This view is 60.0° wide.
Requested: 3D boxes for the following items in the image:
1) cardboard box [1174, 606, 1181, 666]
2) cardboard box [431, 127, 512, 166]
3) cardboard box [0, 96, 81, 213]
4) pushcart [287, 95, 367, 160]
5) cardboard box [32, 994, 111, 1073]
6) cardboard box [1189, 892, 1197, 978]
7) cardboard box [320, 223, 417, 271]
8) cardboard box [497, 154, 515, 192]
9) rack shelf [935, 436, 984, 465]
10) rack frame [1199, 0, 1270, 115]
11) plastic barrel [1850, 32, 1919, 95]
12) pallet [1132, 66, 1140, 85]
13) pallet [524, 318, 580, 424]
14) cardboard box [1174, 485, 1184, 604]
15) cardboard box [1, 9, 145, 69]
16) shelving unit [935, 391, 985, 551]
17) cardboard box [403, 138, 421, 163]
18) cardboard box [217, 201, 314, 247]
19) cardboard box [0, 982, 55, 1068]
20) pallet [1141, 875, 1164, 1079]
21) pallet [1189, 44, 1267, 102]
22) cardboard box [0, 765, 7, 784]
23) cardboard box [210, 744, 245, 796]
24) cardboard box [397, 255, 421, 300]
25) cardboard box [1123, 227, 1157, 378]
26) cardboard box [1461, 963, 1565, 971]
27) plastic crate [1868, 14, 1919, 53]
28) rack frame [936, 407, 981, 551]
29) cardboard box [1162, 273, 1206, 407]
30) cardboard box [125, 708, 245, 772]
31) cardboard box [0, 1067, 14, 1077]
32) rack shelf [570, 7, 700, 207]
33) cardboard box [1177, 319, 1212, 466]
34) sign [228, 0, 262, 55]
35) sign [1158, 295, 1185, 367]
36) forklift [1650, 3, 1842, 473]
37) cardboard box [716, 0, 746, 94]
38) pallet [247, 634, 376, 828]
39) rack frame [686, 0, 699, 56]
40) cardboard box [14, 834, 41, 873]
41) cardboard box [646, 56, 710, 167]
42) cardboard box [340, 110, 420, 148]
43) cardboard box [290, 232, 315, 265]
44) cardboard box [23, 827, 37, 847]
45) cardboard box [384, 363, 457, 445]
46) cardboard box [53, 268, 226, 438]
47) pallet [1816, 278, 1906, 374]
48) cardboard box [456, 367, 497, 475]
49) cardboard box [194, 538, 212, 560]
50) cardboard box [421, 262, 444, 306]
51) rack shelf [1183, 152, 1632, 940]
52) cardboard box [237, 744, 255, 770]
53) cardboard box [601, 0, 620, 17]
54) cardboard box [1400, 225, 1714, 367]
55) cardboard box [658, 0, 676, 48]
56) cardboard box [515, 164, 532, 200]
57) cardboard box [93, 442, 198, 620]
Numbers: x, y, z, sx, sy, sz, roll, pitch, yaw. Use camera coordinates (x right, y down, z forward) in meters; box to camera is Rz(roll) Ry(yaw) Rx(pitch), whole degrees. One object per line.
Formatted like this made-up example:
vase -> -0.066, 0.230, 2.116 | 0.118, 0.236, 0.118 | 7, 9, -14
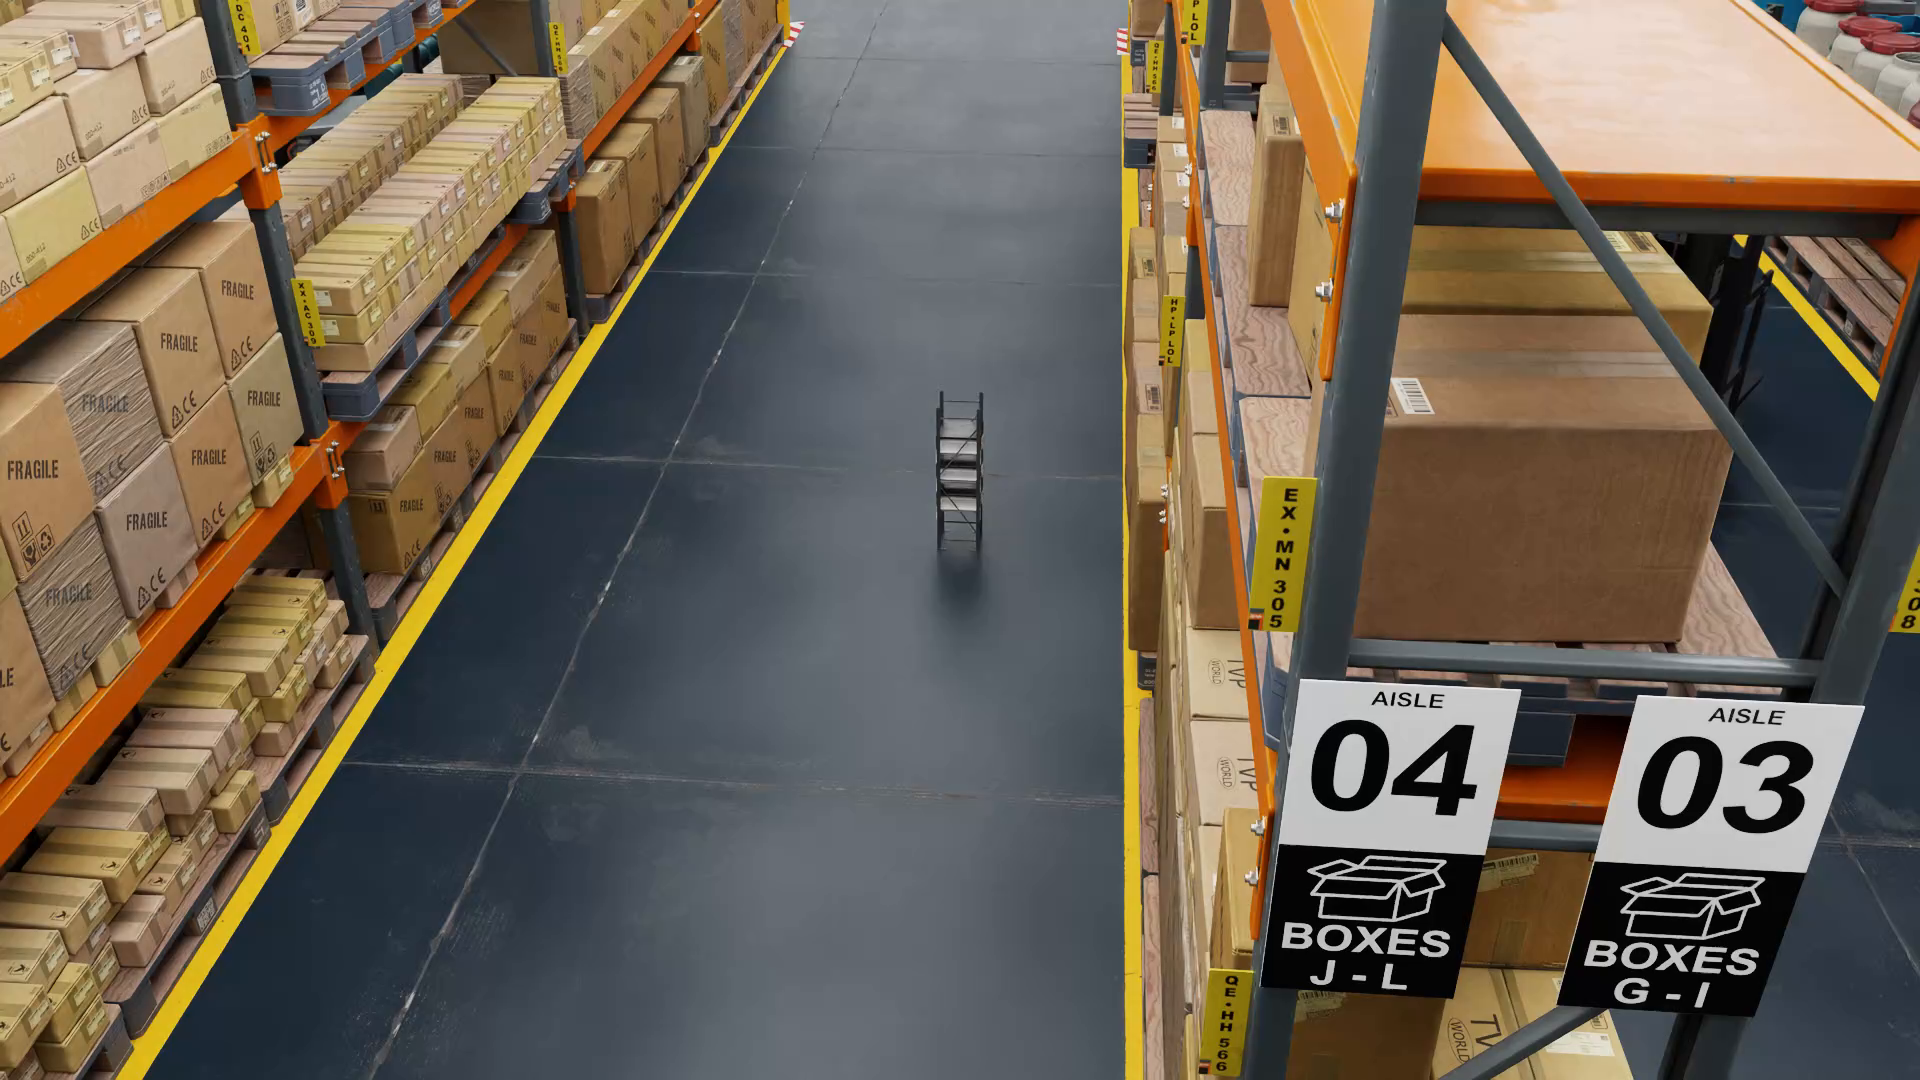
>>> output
cardboard box -> 1.009, 0.382, 6.290 | 0.380, 0.149, 0.250 | 2, 32, 3
cardboard box -> -2.833, -2.283, 9.648 | 0.380, 0.149, 0.250 | 2, 32, 4
cardboard box -> -3.364, -1.306, 5.597 | 0.500, 0.250, 0.500 | 4, 32, 6
pushcart -> -5.502, -3.830, 15.386 | 1.648, 0.377, 0.936 | -8, 33, -13
cardboard box -> -3.369, 1.791, 6.083 | 0.380, 0.149, 0.250 | 3, 32, 5
cardboard box -> 0.885, 1.189, 4.982 | 0.380, 0.149, 0.250 | 3, 32, 5
cardboard box -> -2.957, -1.468, 8.325 | 0.380, 0.149, 0.250 | 3, 32, 4
cardboard box -> -2.831, -2.150, 9.716 | 0.380, 0.149, 0.250 | 2, 32, 4
rack shelf -> -0.001, -0.504, 9.210 | 0.258, 0.077, 0.200 | 2, 32, 4
rack frame -> 1.447, -2.965, 5.765 | 1.000, 3.000, 0.127 | 2, 32, 4
plastic barrel -> 6.644, -3.340, 11.962 | 0.433, 0.535, 0.433 | 0, 32, 0
pallet -> 2.317, -5.036, 17.501 | 1.003, 0.211, 1.213 | 2, 32, 4
pallet -> -3.227, -1.172, 11.231 | 1.003, 0.211, 1.213 | 2, 32, 4
cardboard box -> 1.102, 0.020, 6.498 | 0.500, 0.250, 0.500 | 2, 32, 4
cardboard box -> -3.230, -1.828, 6.065 | 0.380, 0.149, 0.250 | 2, 32, 4
shelving unit -> -0.001, -0.379, 9.287 | 0.258, 0.900, 0.210 | 2, 32, 4
cardboard box -> -3.460, -2.309, 9.973 | 0.380, 0.149, 0.250 | 3, 32, 4
cardboard box -> -3.585, -1.632, 8.592 | 0.380, 0.149, 0.250 | 2, 32, 4
cardboard box -> -3.382, 1.662, 5.724 | 0.380, 0.149, 0.250 | 2, 32, 4
pallet -> 1.211, 1.810, 6.393 | 1.003, 0.211, 1.213 | 2, 32, 4
pallet -> 1.473, -2.088, 7.383 | 0.805, 0.209, 1.217 | 1, 32, 2
cardboard box -> -3.475, 0.812, 5.594 | 0.380, 0.149, 0.250 | 2, 32, 3
cardboard box -> -3.330, 0.954, 7.156 | 0.380, 0.149, 0.250 | 3, 32, 5
cardboard box -> -2.958, -1.332, 8.388 | 0.380, 0.149, 0.250 | 3, 32, 5
cardboard box -> 1.696, -1.417, 10.596 | 1.225, 0.875, 0.875 | 1, 32, 2
cardboard box -> 1.466, 1.106, 4.736 | 0.500, 0.250, 0.500 | 2, 32, 3
plastic crate -> 7.255, -3.786, 12.830 | 0.392, 0.384, 0.575 | 2, 32, 4
rack frame -> -0.009, -0.326, 9.201 | 0.240, 0.900, 0.006 | 2, 32, 4
cardboard box -> 1.260, -0.969, 8.148 | 0.500, 0.500, 0.500 | 3, 32, 6
cardboard box -> -3.281, 0.846, 7.048 | 0.380, 0.149, 0.250 | 1, 32, 2
cardboard box -> -3.505, 1.788, 5.803 | 0.380, 0.149, 0.250 | 3, 32, 5
rack shelf -> -2.999, -3.507, 13.048 | 1.077, 0.370, 4.000 | 2, 32, 4
cardboard box -> 1.153, -0.554, 6.715 | 0.500, 0.500, 0.500 | 2, 32, 4
sign -> -2.947, -2.154, 6.815 | 0.100, 0.325, 0.005 | 2, 32, 4
sign -> 0.906, -0.889, 7.085 | 0.100, 0.325, 0.005 | 2, 32, 4
forklift -> 4.018, -1.663, 9.434 | 1.130, 2.935, 3.031 | 24, 39, 34
cardboard box -> -2.646, -4.931, 16.298 | 0.875, 0.875, 0.875 | 3, 32, 4
pallet -> -3.507, 0.864, 7.928 | 1.003, 0.211, 1.213 | 2, 32, 4
rack frame -> -2.837, -4.859, 14.556 | 1.000, 3.000, 0.127 | 2, 32, 4
cardboard box -> -3.951, 1.214, 6.735 | 0.380, 0.149, 0.250 | 3, 32, 4
cardboard box -> -2.798, -3.752, 14.503 | 1.050, 0.750, 0.750 | 2, 32, 4
cardboard box -> -3.459, -2.452, 9.923 | 0.380, 0.149, 0.250 | 1, 32, 2
cardboard box -> -3.591, -1.502, 8.664 | 0.380, 0.149, 0.250 | 1, 32, 2
cardboard box -> -3.875, 1.093, 6.648 | 0.380, 0.149, 0.250 | 3, 32, 4
cardboard box -> -3.124, -0.764, 9.178 | 0.500, 0.250, 0.500 | 3, 32, 5
cardboard box -> -3.293, -0.743, 6.545 | 0.500, 0.500, 0.500 | 1, 32, 2
pallet -> 6.811, -1.508, 11.776 | 1.003, 0.211, 1.213 | 2, 32, 4
cardboard box -> -3.093, -0.717, 9.817 | 0.500, 0.500, 0.500 | 3, 32, 5
cardboard box -> -3.361, -0.001, 6.913 | 0.380, 0.149, 0.250 | 2, 32, 3
cardboard box -> -2.935, -1.341, 8.687 | 0.380, 0.149, 0.250 | 3, 32, 4
rack shelf -> 1.284, -0.336, 5.044 | 1.077, 0.370, 4.000 | 2, 32, 4
cardboard box -> -3.385, 0.984, 7.391 | 0.380, 0.149, 0.250 | 2, 32, 3
cardboard box -> -2.995, -4.270, 12.552 | 0.700, 0.500, 0.500 | 2, 32, 3
cardboard box -> 1.276, -0.424, 3.909 | 0.700, 0.500, 0.500 | 1, 32, 2
cardboard box -> -2.654, -4.353, 13.640 | 0.500, 0.500, 0.500 | 2, 32, 3
cardboard box -> -2.811, -2.168, 10.028 | 0.380, 0.149, 0.250 | 2, 32, 3
cardboard box -> -3.331, -0.049, 6.372 | 0.500, 0.500, 0.500 | 2, 32, 4
